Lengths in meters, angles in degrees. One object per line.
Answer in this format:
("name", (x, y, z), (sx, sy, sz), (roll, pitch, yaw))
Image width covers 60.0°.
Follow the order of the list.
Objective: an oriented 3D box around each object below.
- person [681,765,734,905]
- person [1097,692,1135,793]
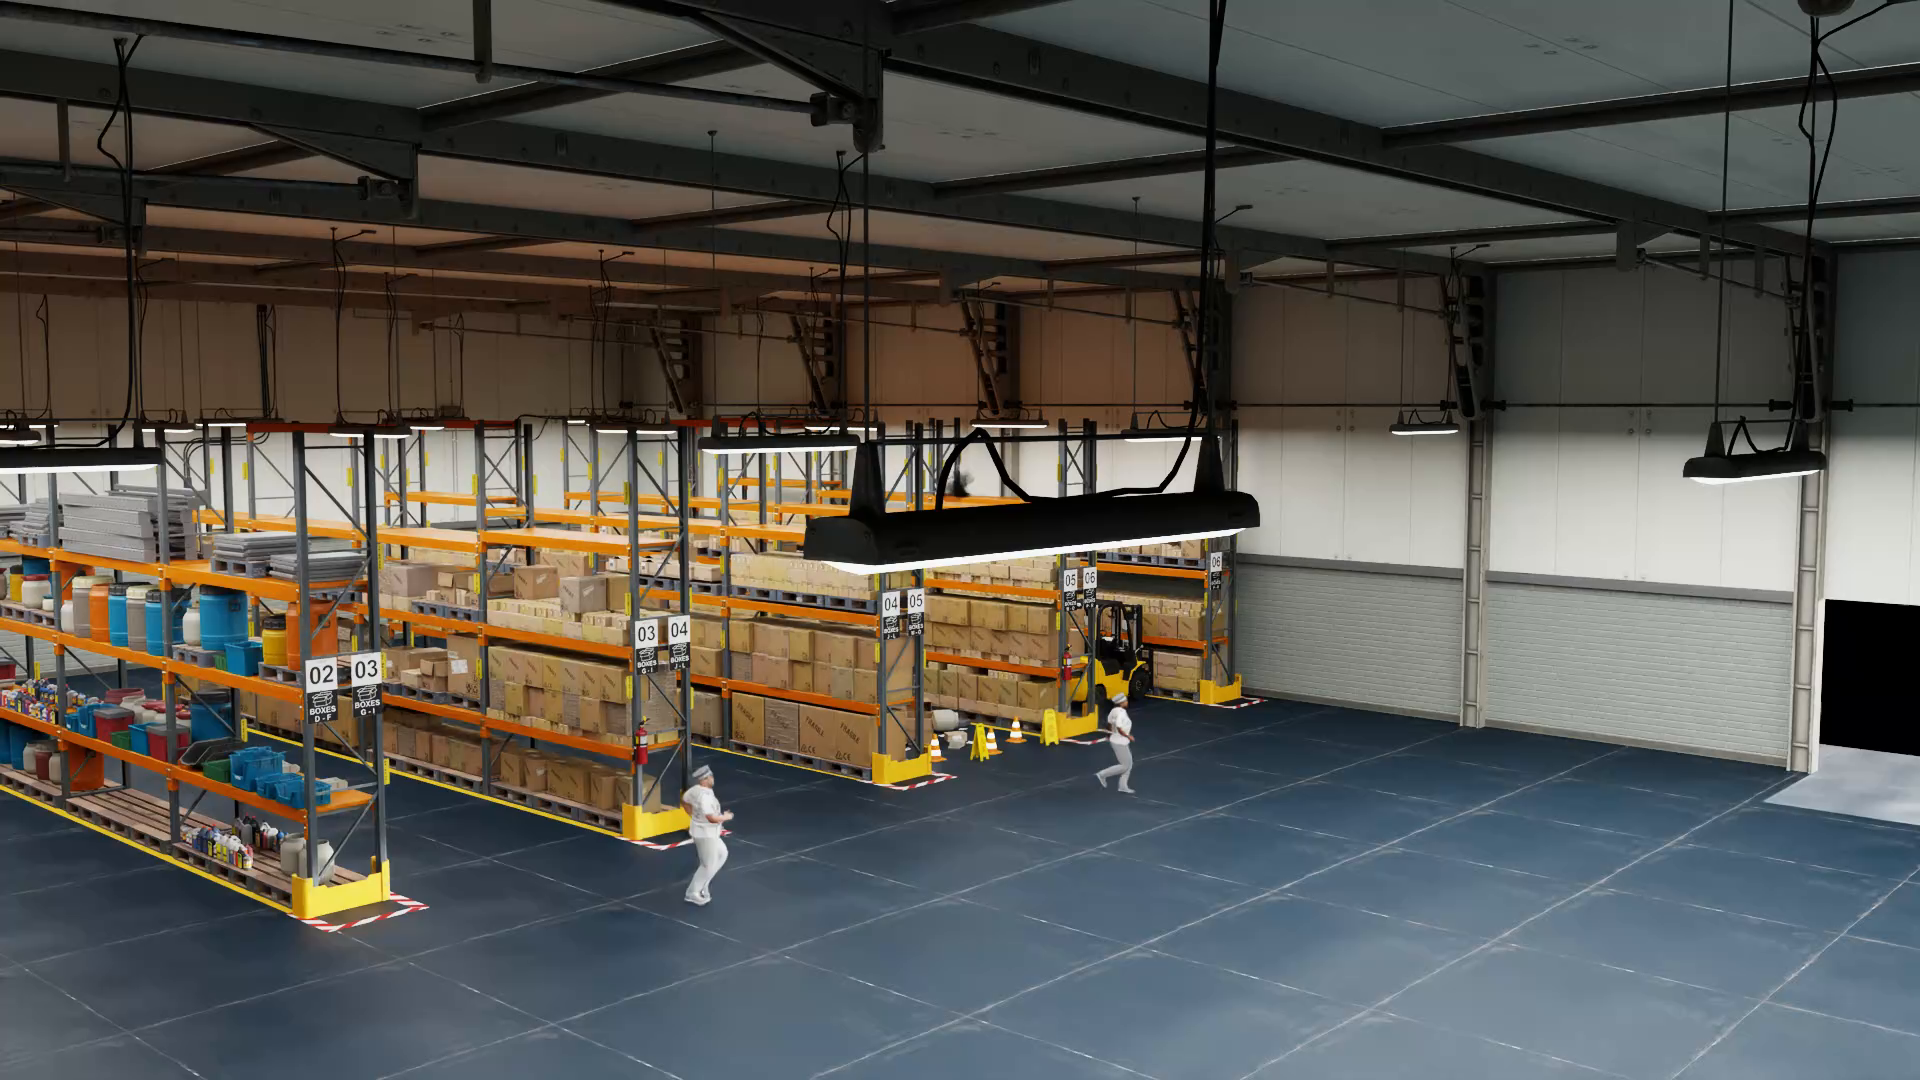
("person", (-3.194, 3.731, 21.062), (0.638, 1.784, 0.726), (-2, 5, -22))
("person", (2.533, 3.304, 27.067), (0.656, 1.676, 0.574), (-1, 5, -7))
